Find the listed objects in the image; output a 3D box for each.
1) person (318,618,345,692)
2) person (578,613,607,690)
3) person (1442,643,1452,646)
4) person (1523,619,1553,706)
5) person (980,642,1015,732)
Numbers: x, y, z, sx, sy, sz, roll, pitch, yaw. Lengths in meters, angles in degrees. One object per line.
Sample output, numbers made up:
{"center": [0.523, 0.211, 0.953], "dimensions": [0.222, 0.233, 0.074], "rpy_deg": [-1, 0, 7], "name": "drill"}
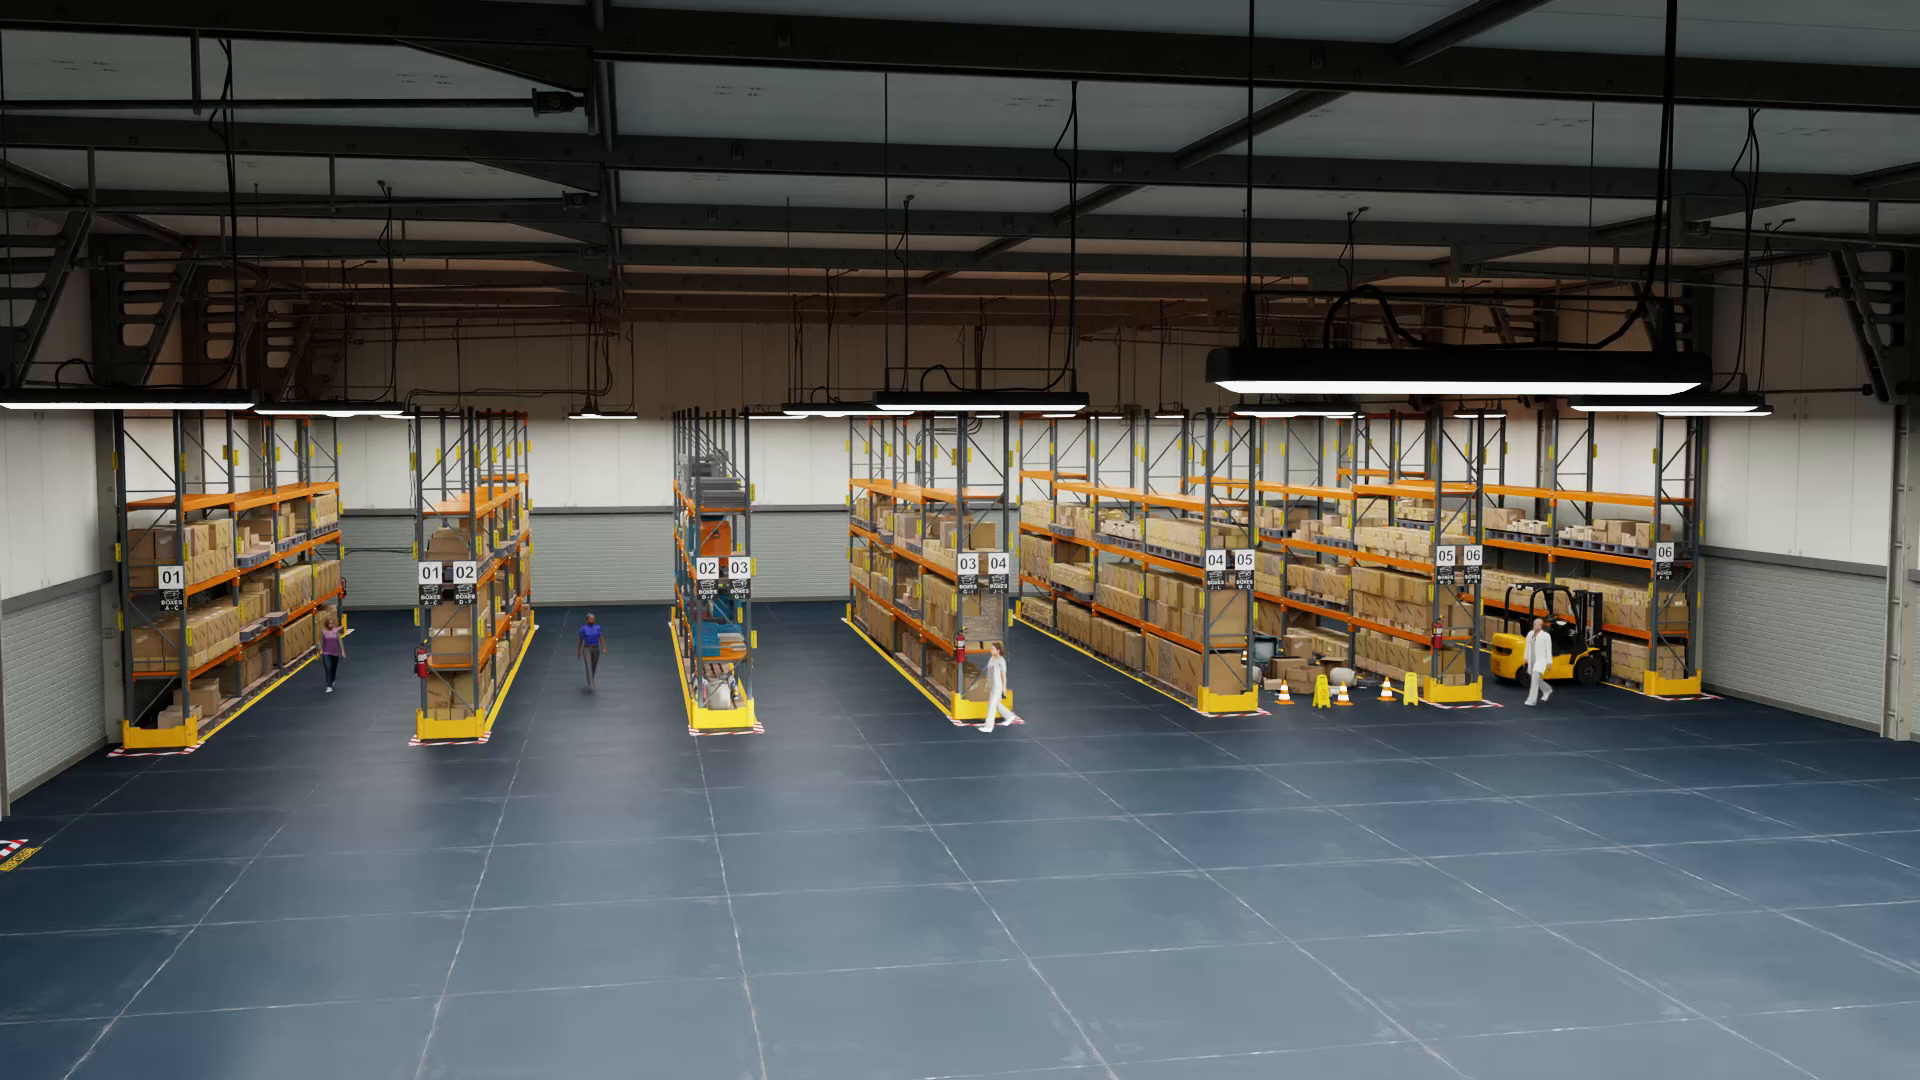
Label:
{"center": [-13.394, 2.439, 35.435], "dimensions": [0.533, 1.504, 0.985], "rpy_deg": [-2, 5, -26], "name": "person"}
{"center": [-7.913, 2.362, 35.763], "dimensions": [0.575, 1.572, 1.031], "rpy_deg": [-2, 5, -26], "name": "person"}
{"center": [11.219, 2.122, 38.337], "dimensions": [0.532, 1.734, 0.837], "rpy_deg": [-2, 4, -22], "name": "person"}
{"center": [11.704, 2.451, 33.614], "dimensions": [1.042, 1.744, 0.619], "rpy_deg": [-3, 5, -35], "name": "person"}
{"center": [0.693, 2.708, 30.811], "dimensions": [0.906, 1.644, 0.454], "rpy_deg": [-2, 5, -28], "name": "person"}
